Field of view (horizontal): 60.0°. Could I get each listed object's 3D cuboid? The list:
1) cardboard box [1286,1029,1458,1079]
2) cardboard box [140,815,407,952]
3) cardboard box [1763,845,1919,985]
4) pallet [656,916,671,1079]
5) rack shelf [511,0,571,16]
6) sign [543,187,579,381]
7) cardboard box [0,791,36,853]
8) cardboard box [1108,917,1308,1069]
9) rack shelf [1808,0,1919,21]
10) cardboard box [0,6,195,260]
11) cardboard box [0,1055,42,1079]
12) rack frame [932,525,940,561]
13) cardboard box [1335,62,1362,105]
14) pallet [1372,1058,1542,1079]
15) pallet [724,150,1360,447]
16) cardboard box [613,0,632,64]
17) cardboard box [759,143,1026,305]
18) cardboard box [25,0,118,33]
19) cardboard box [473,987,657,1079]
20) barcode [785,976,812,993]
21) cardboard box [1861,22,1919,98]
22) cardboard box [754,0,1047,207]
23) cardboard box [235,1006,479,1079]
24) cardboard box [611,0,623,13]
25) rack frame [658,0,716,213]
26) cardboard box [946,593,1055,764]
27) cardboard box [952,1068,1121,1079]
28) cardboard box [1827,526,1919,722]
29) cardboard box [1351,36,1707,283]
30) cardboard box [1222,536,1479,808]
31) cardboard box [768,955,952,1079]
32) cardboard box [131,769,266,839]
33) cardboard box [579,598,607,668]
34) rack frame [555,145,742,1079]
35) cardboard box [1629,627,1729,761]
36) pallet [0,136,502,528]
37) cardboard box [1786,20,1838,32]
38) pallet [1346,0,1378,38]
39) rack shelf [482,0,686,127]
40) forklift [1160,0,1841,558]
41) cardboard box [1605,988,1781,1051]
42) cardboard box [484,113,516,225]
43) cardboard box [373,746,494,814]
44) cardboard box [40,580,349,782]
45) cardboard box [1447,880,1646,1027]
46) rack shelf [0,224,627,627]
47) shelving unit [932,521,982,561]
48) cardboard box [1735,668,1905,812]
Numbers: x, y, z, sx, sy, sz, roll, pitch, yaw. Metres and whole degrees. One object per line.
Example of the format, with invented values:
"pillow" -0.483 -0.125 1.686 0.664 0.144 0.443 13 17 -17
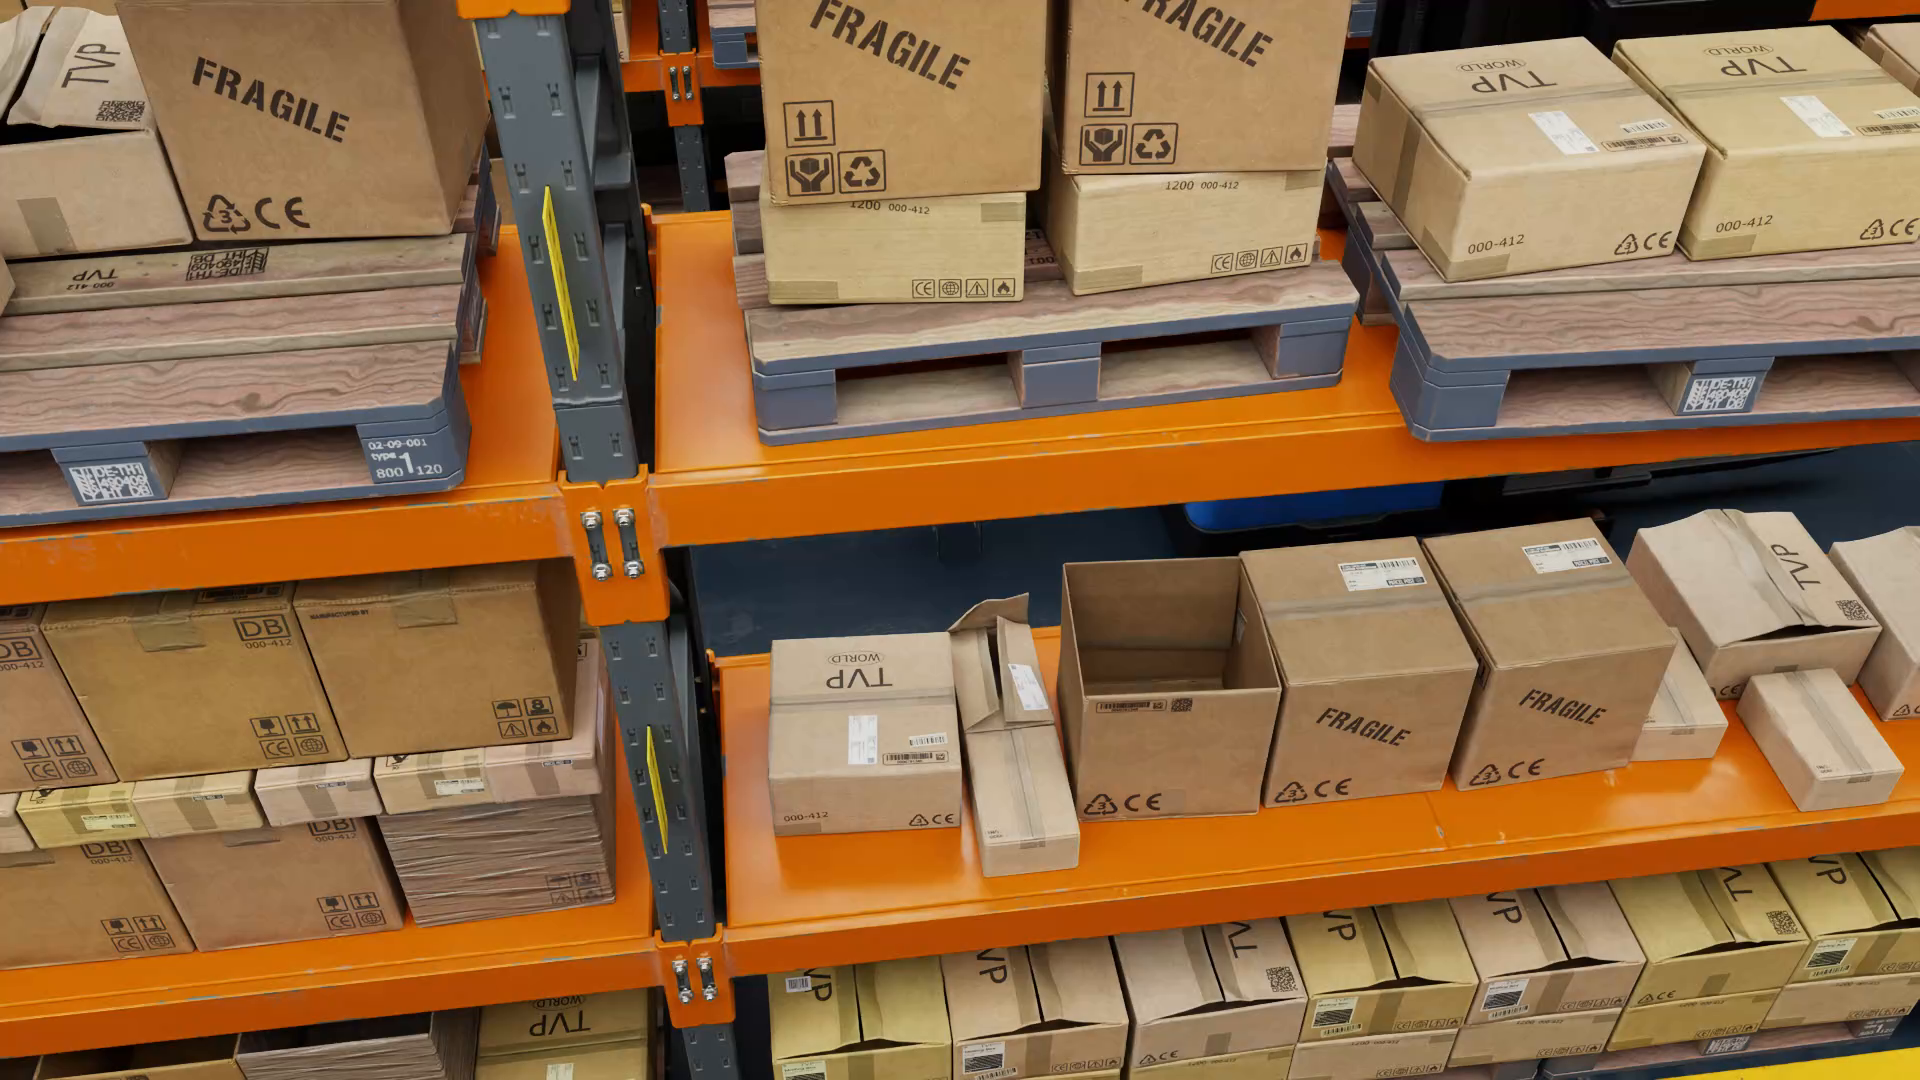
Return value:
"cardboard box" 1.213 1.400 5.197 0.500 0.250 0.500 -4 42 -5
"cardboard box" -1.705 0.595 4.276 0.500 0.500 0.700 -5 42 -6
"cardboard box" 2.735 1.058 5.158 0.500 0.311 0.500 -4 42 -4
"pallet" -1.538 1.616 5.301 1.213 0.211 1.003 -5 42 -6
"rack shelf" 1.239 -1.446 2.970 4.000 0.370 1.077 -5 42 -6
"sign" -0.670 -0.427 2.799 0.005 0.325 0.100 -5 42 -6
"cardboard box" -2.245 0.537 3.857 0.250 0.149 0.380 -4 42 -4
"cardboard box" 0.708 1.240 4.956 0.500 0.311 0.500 -6 42 -7
"rack shelf" 4.559 -3.004 8.878 4.000 0.370 1.077 -5 42 -6
"cardboard box" -1.813 -0.834 3.344 0.500 0.311 0.500 -7 43 -8
"cardboard box" -2.662 1.446 4.587 0.500 0.500 0.500 -5 42 -6
"rack frame" -0.105 -0.436 6.838 0.006 1.200 0.240 -5 42 -6
"cardboard box" 1.869 -2.235 9.027 0.500 0.500 0.700 -4 42 -5
"pallet" 1.194 1.377 5.566 1.213 0.211 1.003 -5 42 -6
"pallet" 0.129 -0.589 3.566 1.217 0.209 0.805 -7 42 -7
"cardboard box" -1.820 -2.459 7.834 0.500 0.250 0.500 -5 42 -5
"cardboard box" -0.132 -0.722 3.370 0.500 0.250 0.500 -1 42 -1
"cardboard box" -3.839 -2.552 7.377 0.500 0.500 0.500 -6 42 -7
"cardboard box" -1.175 1.590 4.987 0.500 0.250 0.500 -5 42 -6
"barcode" -0.437 1.202 4.499 0.075 0.075 0.001 -5 42 -6
"cardboard box" 2.262 -0.888 3.553 0.500 0.250 0.500 -4 42 -4
"cardboard box" -0.127 -0.980 3.096 0.500 0.500 0.500 -5 42 -5
"cardboard box" -1.673 1.347 4.696 0.500 0.500 0.500 -5 42 -6
"cardboard box" -1.819 -2.734 7.578 0.500 0.500 0.500 -5 42 -6
"rack frame" -1.390 -2.750 8.059 0.127 3.000 1.000 -5 42 -6
"cardboard box" 0.104 0.391 4.677 0.258 0.266 0.396 -6 42 -7
"cardboard box" 0.195 1.491 5.097 0.500 0.250 0.500 -4 42 -4
"cardboard box" 2.856 0.228 4.824 0.500 0.311 0.500 -3 42 -3
"cardboard box" 1.160 -0.800 3.456 0.500 0.250 0.500 -8 43 -9
"cardboard box" 1.039 0.357 4.540 0.500 0.500 0.500 -5 42 -5
"cardboard box" -0.302 1.326 4.861 0.500 0.311 0.500 -5 42 -5
"cardboard box" -1.751 0.495 3.902 0.250 0.149 0.380 -5 42 -6
"cardboard box" -1.036 0.156 4.278 0.250 0.149 0.380 -5 42 -6
"rack frame" -0.744 0.540 4.412 0.127 3.000 1.000 -5 42 -6
"cardboard box" 1.965 0.434 4.717 0.250 0.149 0.380 -2 42 -2
"pallet" -1.586 -0.450 3.336 1.213 0.211 1.003 -5 42 -6
"cardboard box" 4.192 -2.504 9.078 0.750 0.750 0.750 -5 42 -6
"pallet" 1.884 -2.894 8.362 1.003 0.211 1.213 -5 42 -6
"rack shelf" -3.373 -2.309 8.108 4.000 0.370 1.077 -5 42 -6
"forklift" 2.364 -1.388 6.601 3.031 2.935 1.130 -6 42 -7
"cardboard box" 2.222 1.312 5.295 0.500 0.250 0.500 -5 42 -6
"cardboard box" -2.414 -1.869 8.620 0.500 0.500 0.500 -8 43 -9
"cardboard box" -1.231 0.448 3.955 0.250 0.149 0.380 -6 42 -6
"cardboard box" -1.684 0.108 3.847 0.500 0.500 0.700 -5 42 -6
"cardboard box" 1.719 1.149 5.057 0.500 0.311 0.500 -5 42 -6
"rack shelf" -2.727 -0.134 3.456 4.000 0.370 1.077 -5 42 -6
"shelving unit" -0.014 -0.444 6.847 0.189 1.200 0.258 -5 42 -6
"cardboard box" 2.366 0.547 4.592 0.250 0.149 0.380 -5 42 -6
